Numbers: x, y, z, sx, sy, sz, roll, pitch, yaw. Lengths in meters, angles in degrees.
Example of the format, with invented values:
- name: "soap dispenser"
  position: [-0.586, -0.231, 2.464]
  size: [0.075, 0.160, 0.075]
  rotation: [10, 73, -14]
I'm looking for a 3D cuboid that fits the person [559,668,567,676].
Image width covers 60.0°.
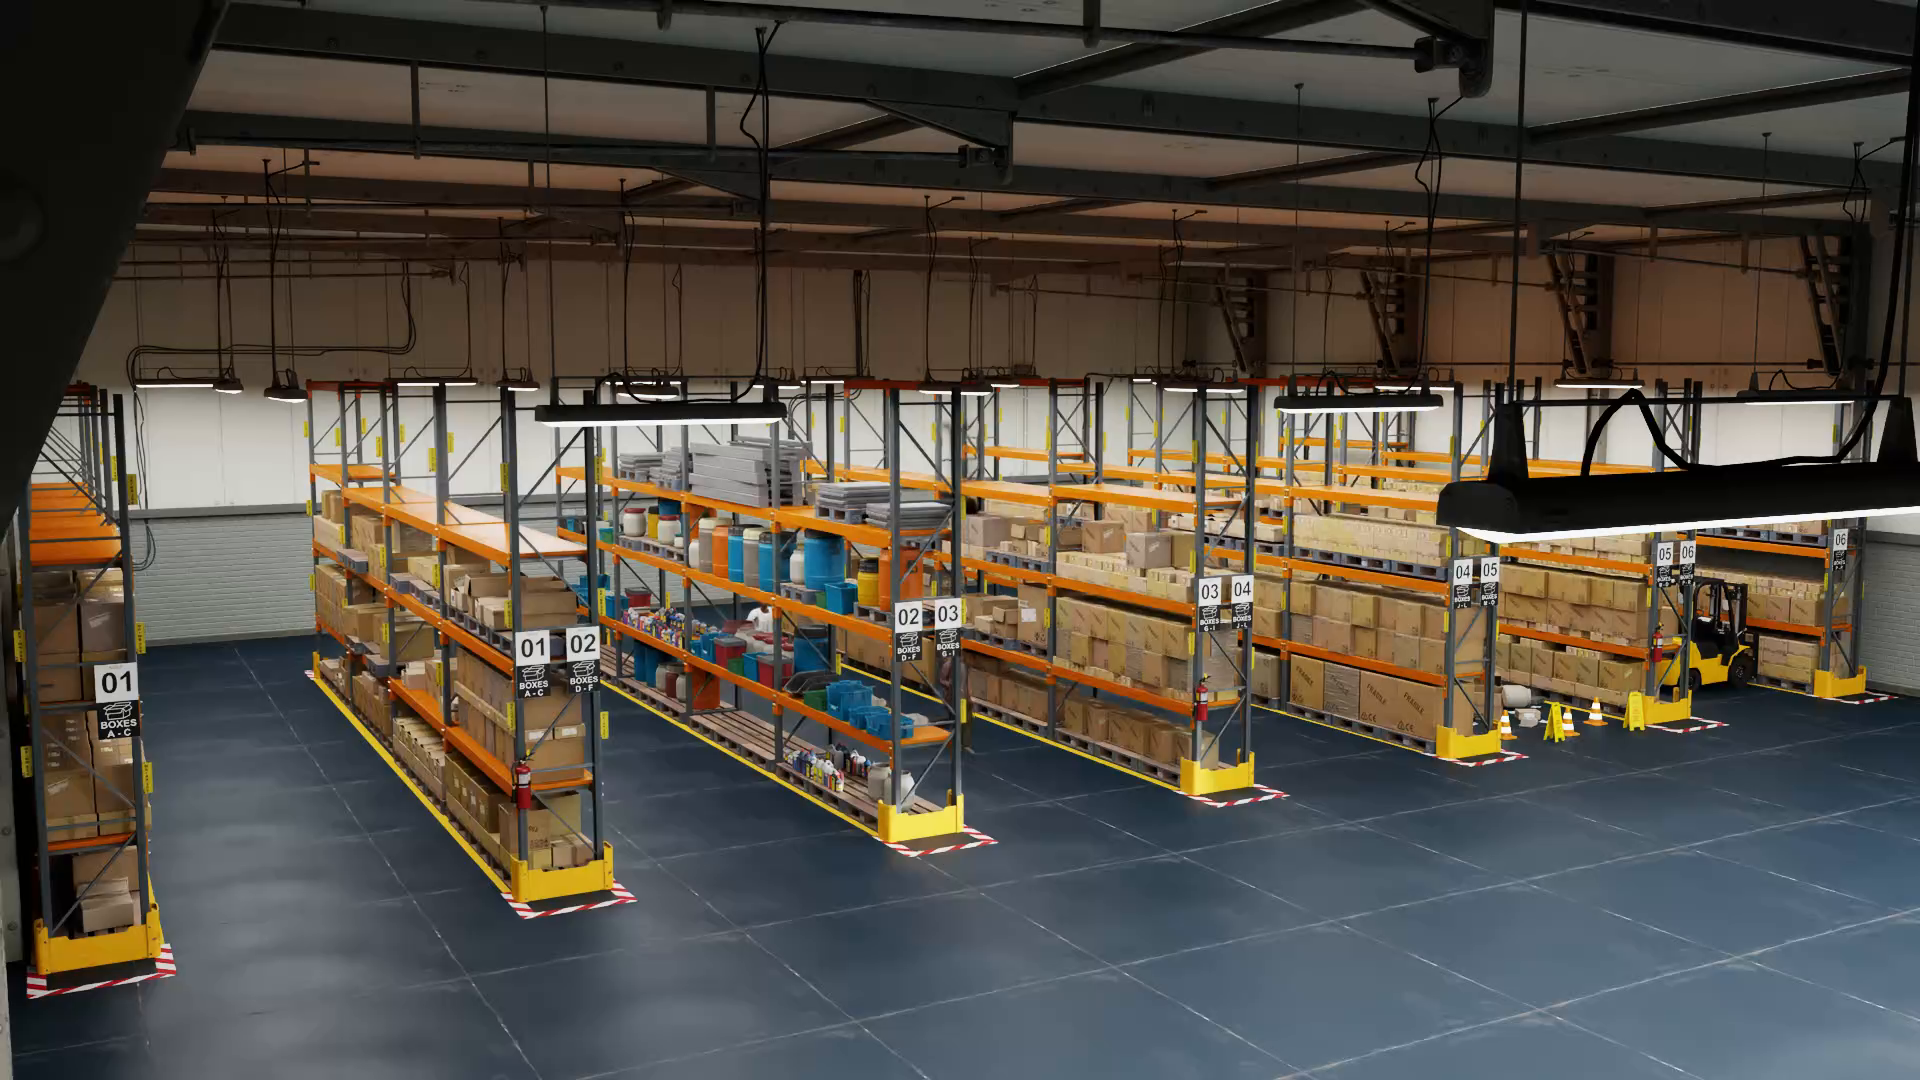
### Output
- name: "person"
  position: [-7.863, 2.028, 32.362]
  size: [0.686, 1.830, 0.876]
  rotation: [-4, 7, -34]

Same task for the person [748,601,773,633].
- name: "person"
  position: [-3.920, 1.947, 33.198]
  size: [0.723, 1.743, 0.644]
  rotation: [-4, 7, -35]

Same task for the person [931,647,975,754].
- name: "person"
  position: [-0.086, 2.587, 27.241]
  size: [0.917, 1.790, 0.720]
  rotation: [6, 9, 45]
